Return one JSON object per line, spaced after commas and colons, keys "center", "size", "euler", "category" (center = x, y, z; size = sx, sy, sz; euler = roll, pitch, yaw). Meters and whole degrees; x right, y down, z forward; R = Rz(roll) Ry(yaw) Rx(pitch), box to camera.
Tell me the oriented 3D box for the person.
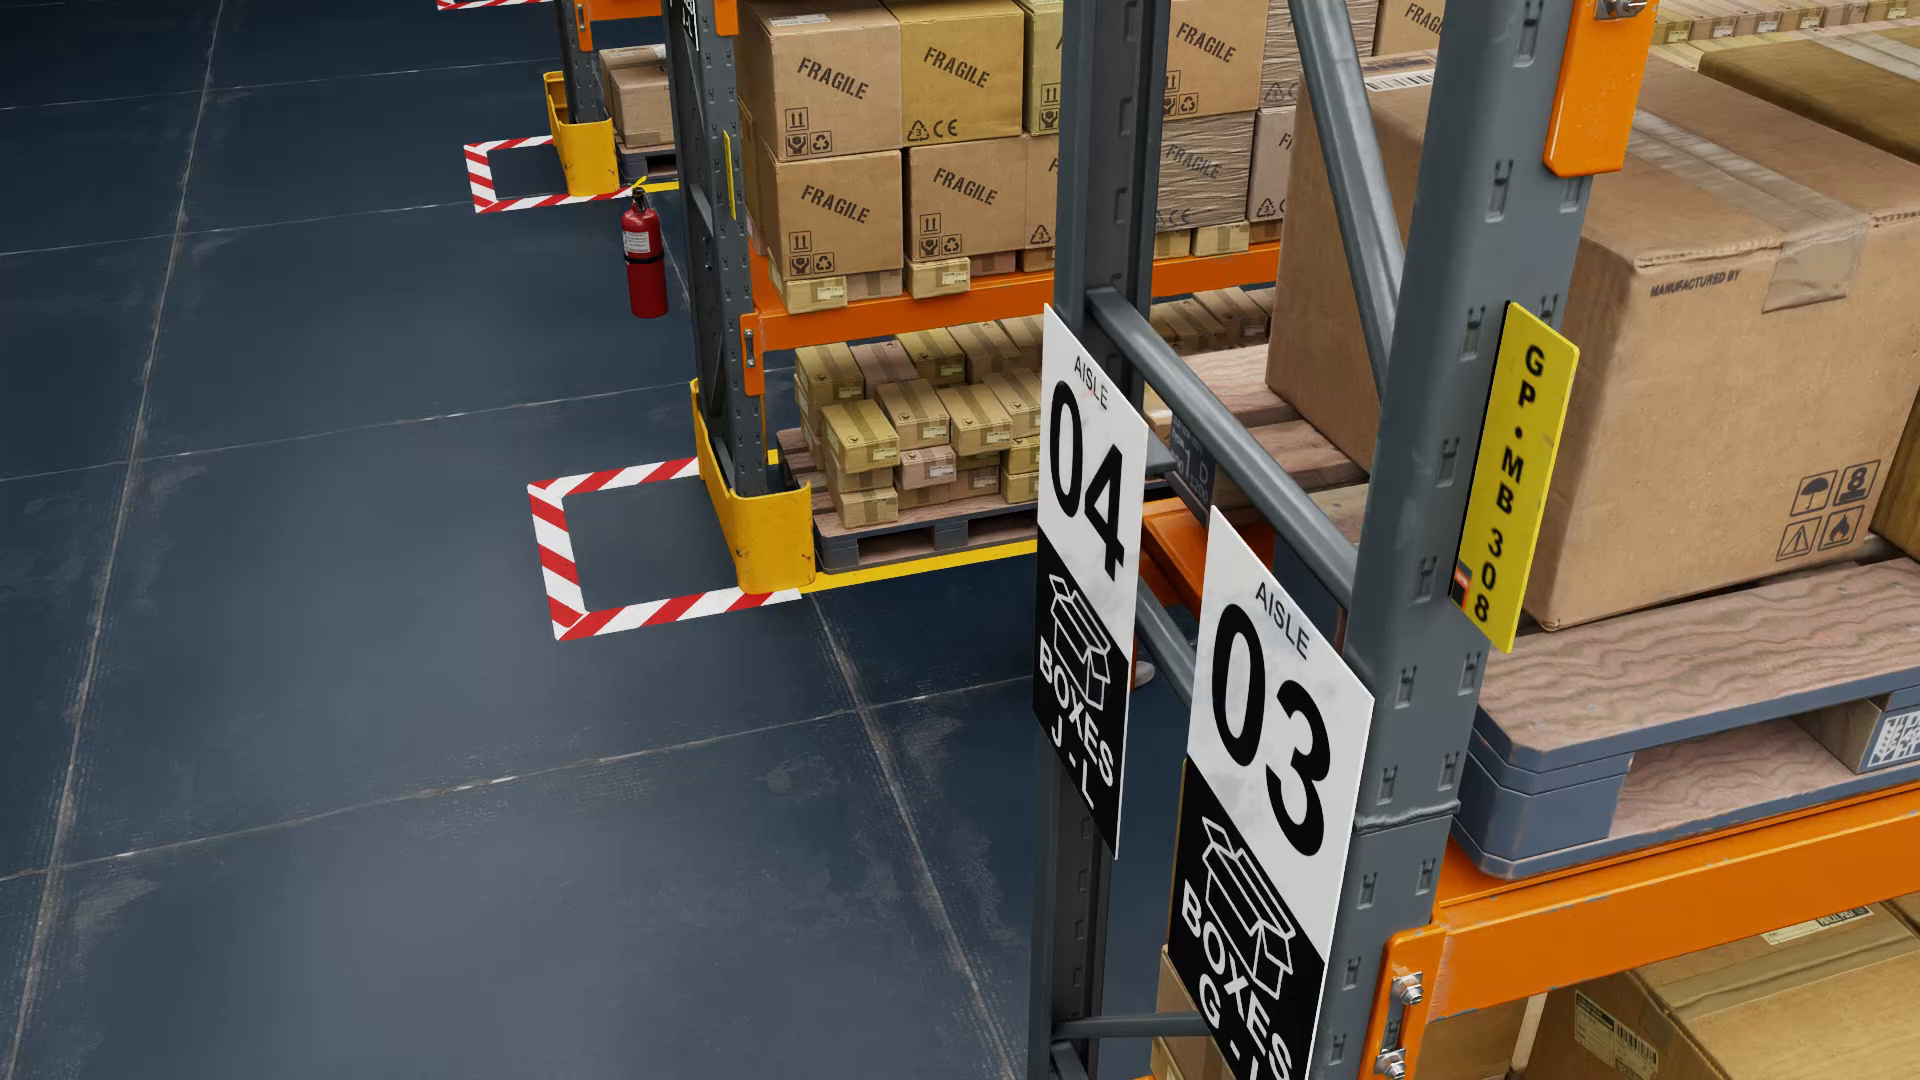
{"center": [0.618, -0.223, 6.494], "size": [0.553, 1.771, 0.530], "euler": [-13, 36, -19], "category": "person"}
